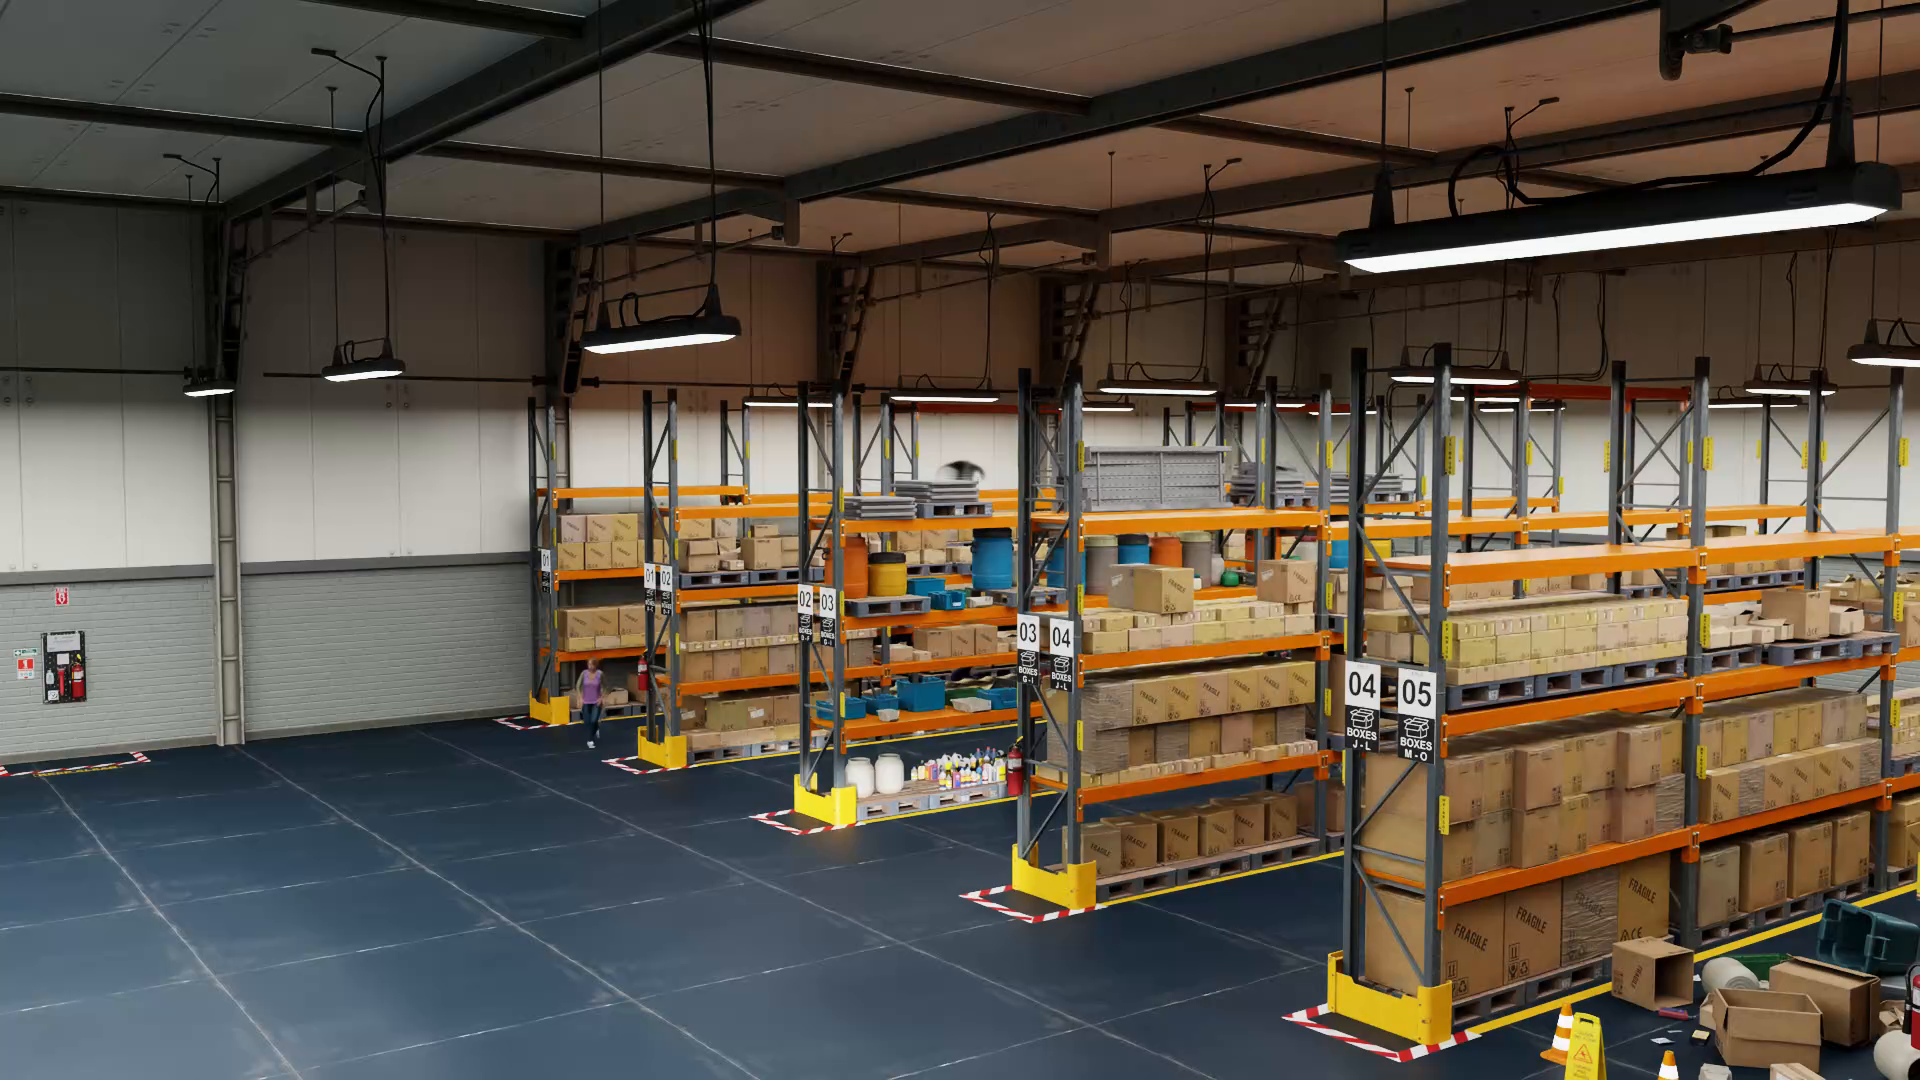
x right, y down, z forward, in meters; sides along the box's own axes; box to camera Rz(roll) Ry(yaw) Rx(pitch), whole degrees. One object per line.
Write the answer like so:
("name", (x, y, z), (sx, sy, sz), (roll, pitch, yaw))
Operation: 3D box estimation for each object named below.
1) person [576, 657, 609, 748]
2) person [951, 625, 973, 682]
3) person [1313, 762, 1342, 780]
("person", (-6.224, 2.742, 28.175), (0.541, 1.546, 0.518), (0, 3, -3))
("person", (0.052, 2.458, 33.418), (0.774, 1.554, 0.699), (-1, 4, -19))
("person", (5.498, 2.976, 25.180), (0.850, 1.414, 0.553), (-2, 4, -26))
